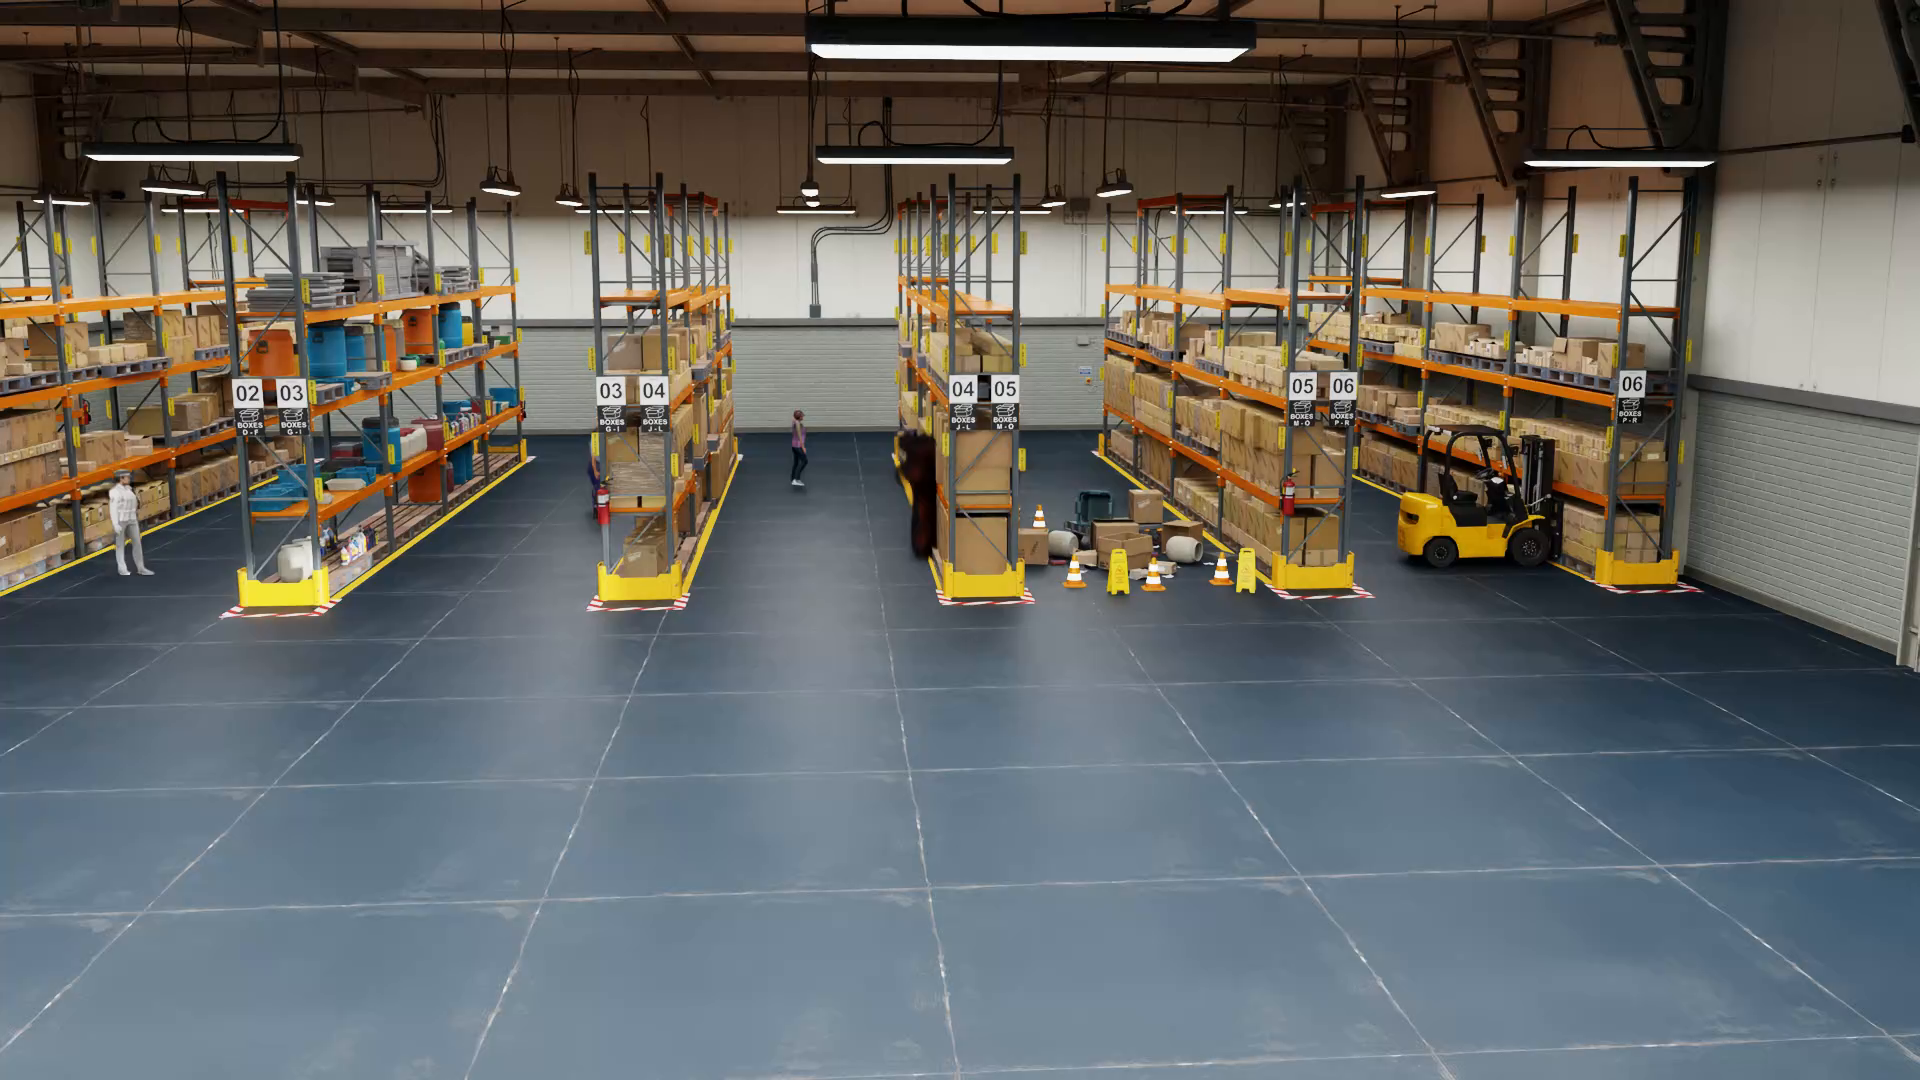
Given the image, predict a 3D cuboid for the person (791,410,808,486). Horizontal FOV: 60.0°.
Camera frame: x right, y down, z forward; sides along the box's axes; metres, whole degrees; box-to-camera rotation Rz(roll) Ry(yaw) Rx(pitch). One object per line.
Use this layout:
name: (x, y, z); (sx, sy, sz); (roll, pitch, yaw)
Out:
person: (-3.394, -1.940, 35.007); (0.328, 1.599, 0.504); (-2, 10, -13)

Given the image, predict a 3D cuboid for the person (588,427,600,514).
person: (-6.818, -1.318, 31.430); (0.414, 1.644, 0.585); (-1, 10, -8)

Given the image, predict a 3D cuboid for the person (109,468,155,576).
person: (-12.759, -0.265, 25.466); (0.569, 1.663, 0.491); (6, 11, 29)
